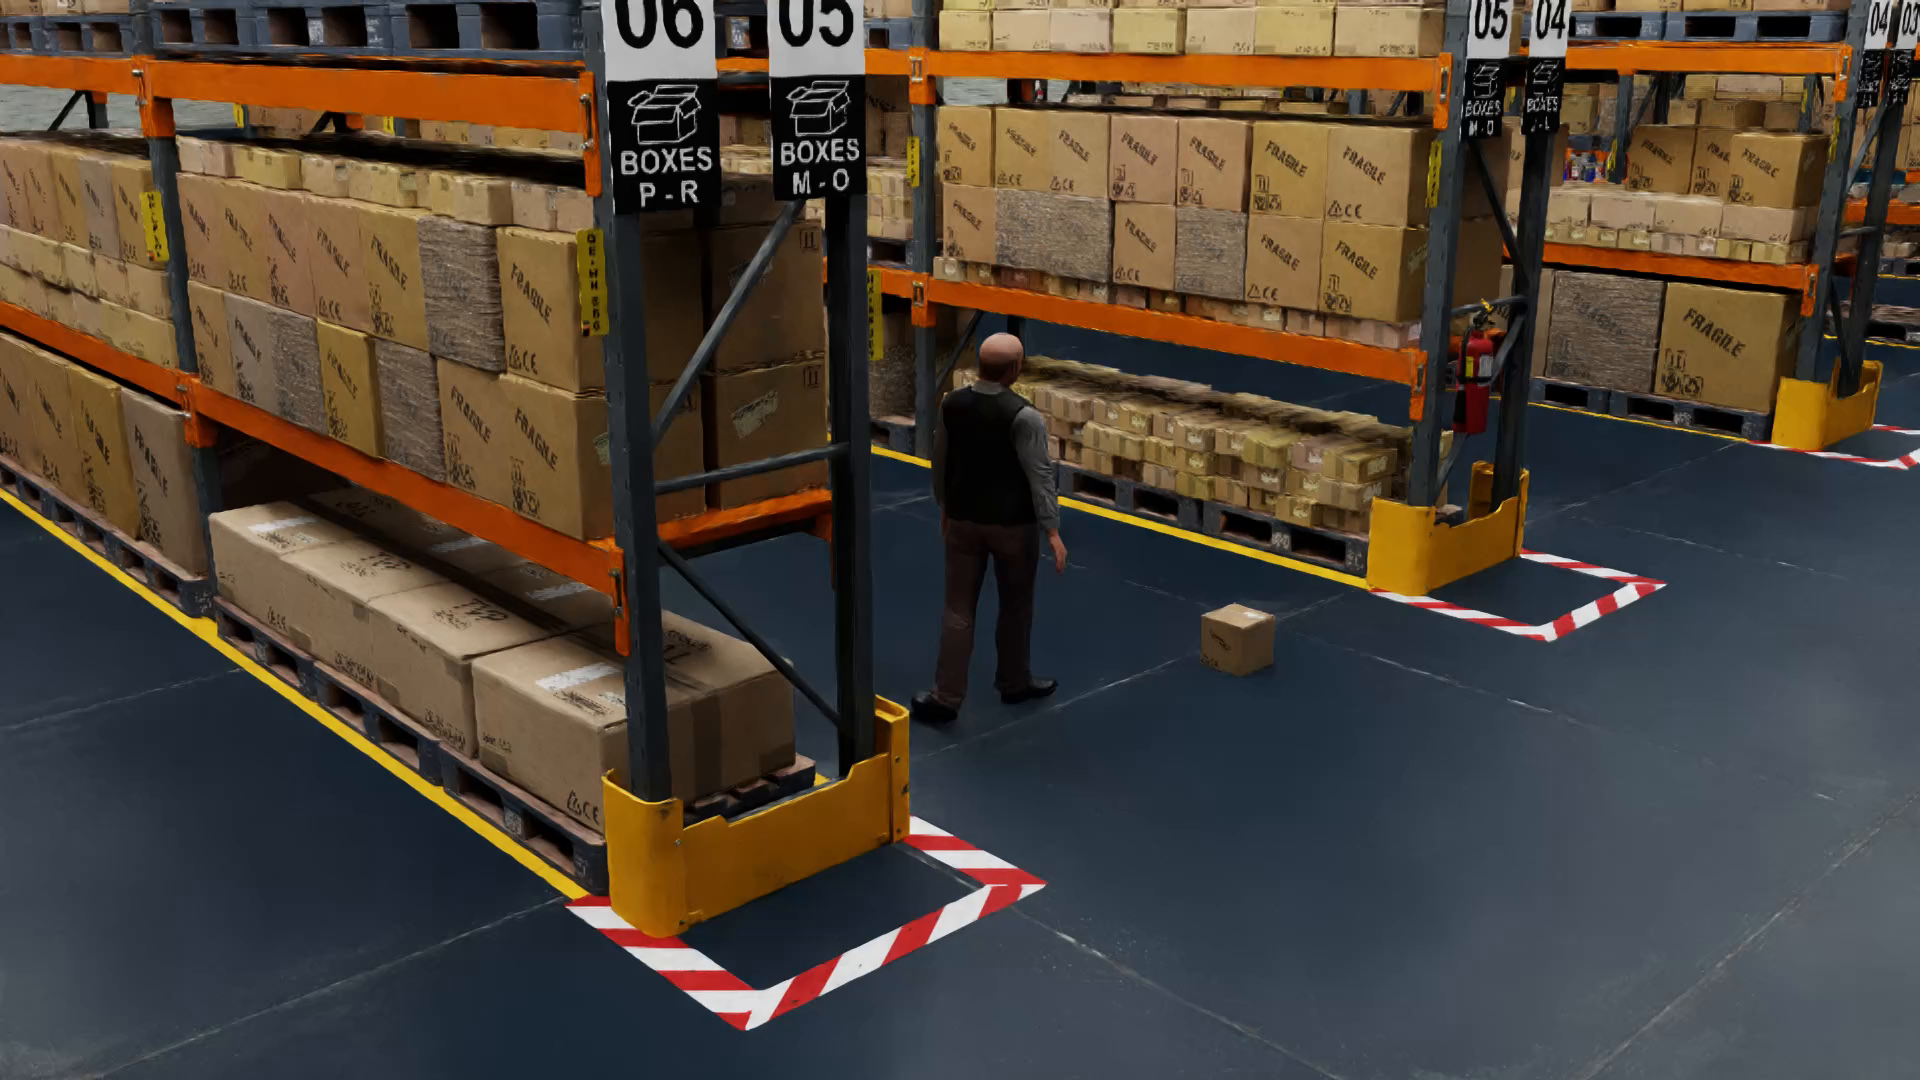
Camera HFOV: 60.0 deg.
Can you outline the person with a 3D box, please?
[{"bbox_3d":[0.168,-0.056,7.280,0.686,1.714,0.672,8,19,23],"label":"person"}]
